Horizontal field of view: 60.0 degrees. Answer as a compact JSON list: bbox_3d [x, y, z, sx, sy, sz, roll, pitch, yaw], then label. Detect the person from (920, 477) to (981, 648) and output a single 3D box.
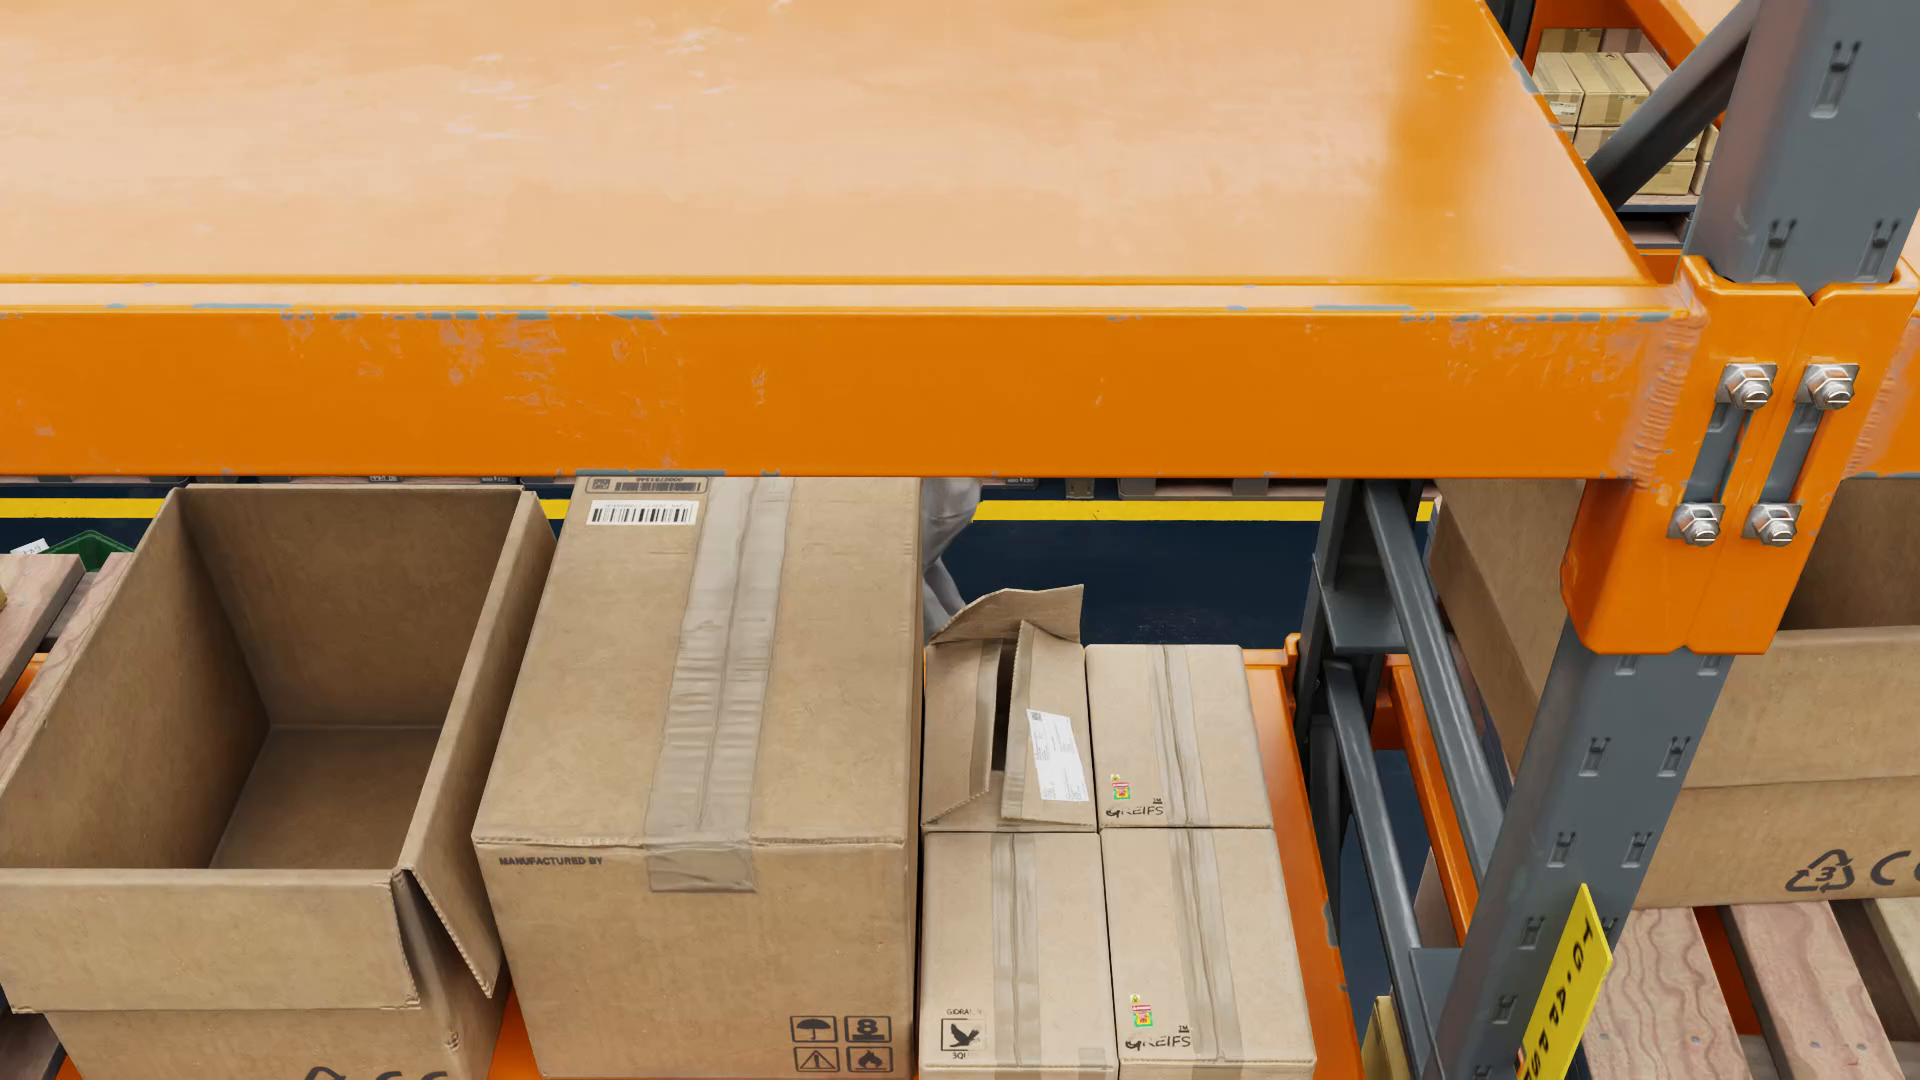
[{"bbox_3d":[-0.151,-0.172,6.451,0.467,1.573,0.475,1,40,1],"label":"person"}]
